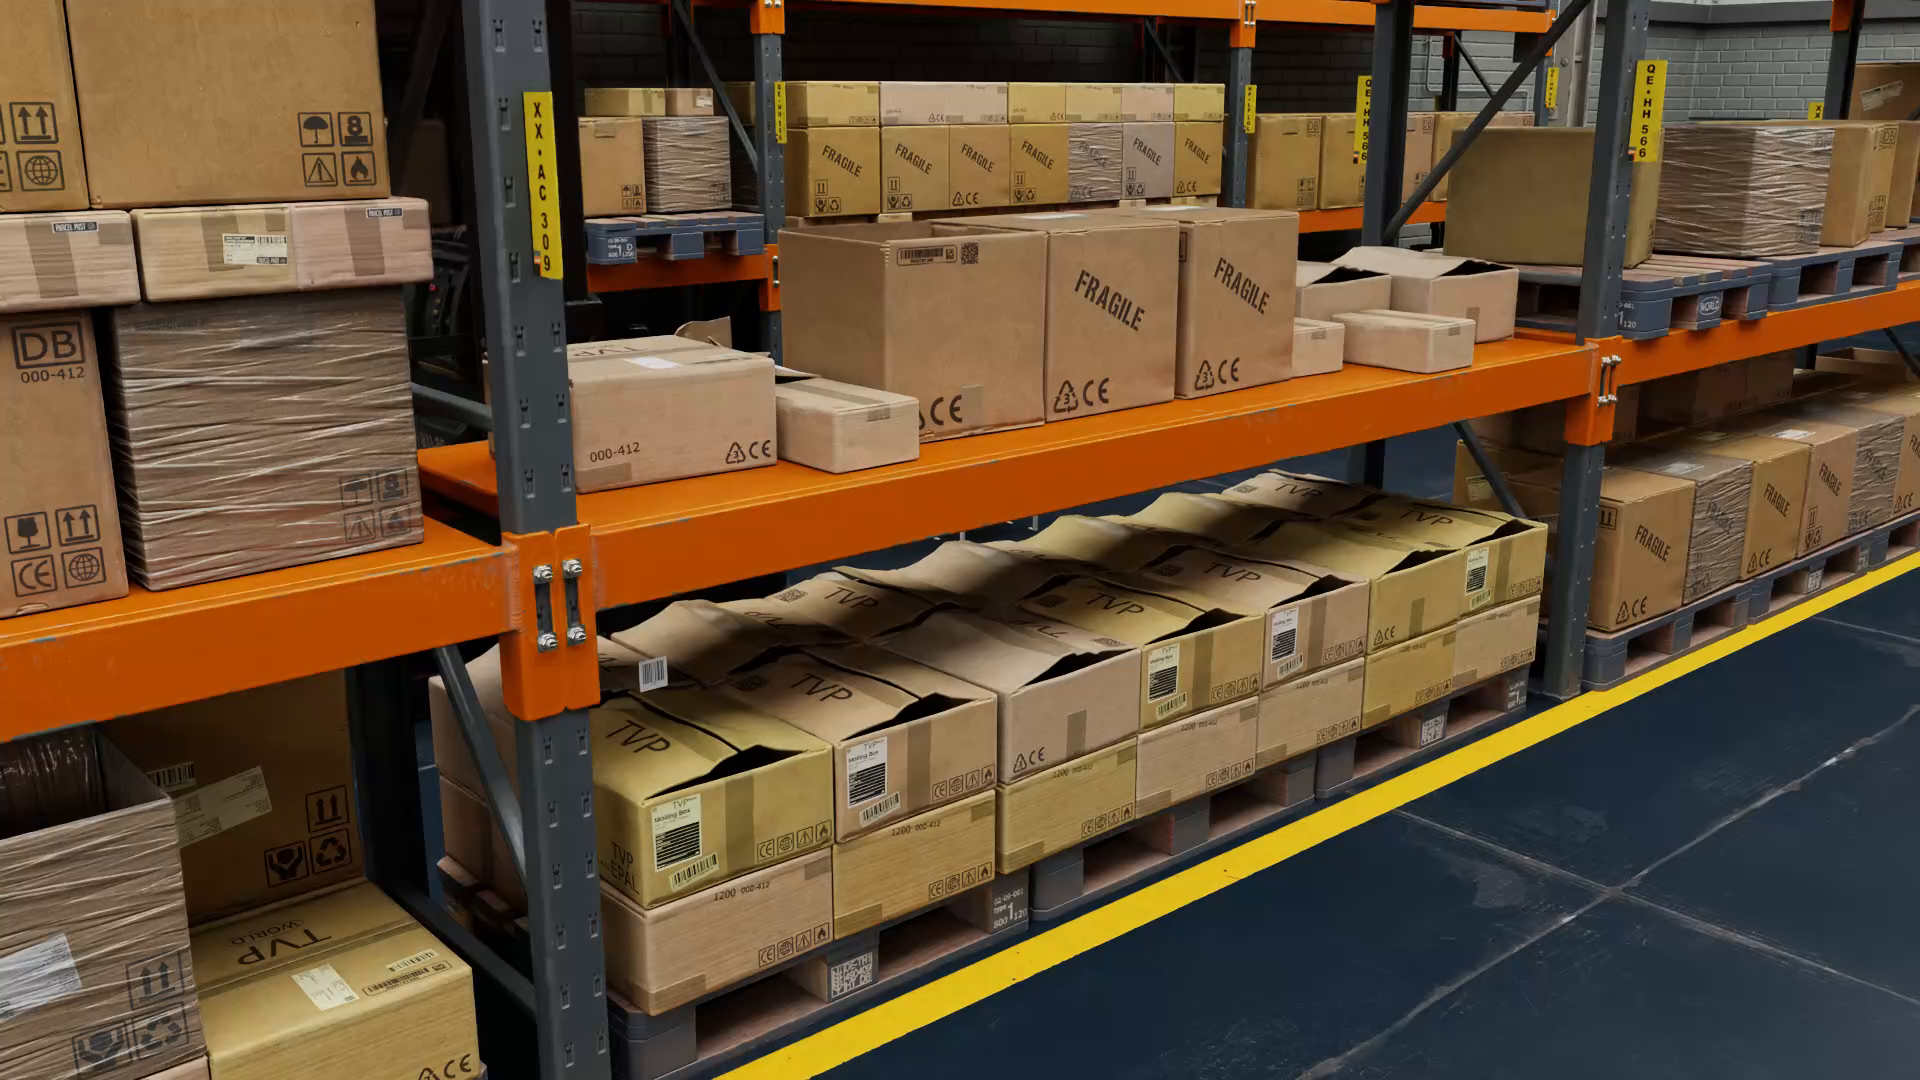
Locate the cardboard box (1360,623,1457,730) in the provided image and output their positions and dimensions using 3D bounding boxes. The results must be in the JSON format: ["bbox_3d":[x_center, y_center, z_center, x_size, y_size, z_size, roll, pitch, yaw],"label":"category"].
[{"bbox_3d":[1.281,0.386,5.506,0.500,0.250,0.500,-13,20,-40],"label":"cardboard box"}]

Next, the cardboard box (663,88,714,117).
[{"bbox_3d":[-1.591,-2.438,9.261,0.380,0.149,0.250,13,20,40],"label":"cardboard box"}]

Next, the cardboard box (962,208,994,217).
[{"bbox_3d":[0.003,-2.050,10.561,0.250,0.149,0.380,-12,19,-39],"label":"cardboard box"}]

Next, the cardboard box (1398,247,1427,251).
[{"bbox_3d":[3.804,-2.428,14.299,0.250,0.149,0.380,-13,19,-39],"label":"cardboard box"}]

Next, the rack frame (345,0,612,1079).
[{"bbox_3d":[-1.113,-0.286,3.510,0.127,3.000,1.000,-13,19,-39],"label":"rack frame"}]

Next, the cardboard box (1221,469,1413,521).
[{"bbox_3d":[1.317,-0.078,6.157,0.500,0.311,0.500,-12,19,-38],"label":"cardboard box"}]

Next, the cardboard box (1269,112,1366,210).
[{"bbox_3d":[2.641,-2.962,12.944,0.700,0.700,0.980,-13,20,-41],"label":"cardboard box"}]

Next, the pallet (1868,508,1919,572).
[{"bbox_3d":[4.333,-0.149,8.400,1.213,0.211,1.003,-13,19,-39],"label":"pallet"}]

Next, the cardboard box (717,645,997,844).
[{"bbox_3d":[-0.257,0.463,4.132,0.500,0.311,0.500,-13,20,-40],"label":"cardboard box"}]

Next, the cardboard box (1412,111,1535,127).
[{"bbox_3d":[4.307,-3.340,14.359,0.700,0.700,0.980,-12,19,-37],"label":"cardboard box"}]

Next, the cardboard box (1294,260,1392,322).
[{"bbox_3d":[1.103,-0.807,5.632,0.500,0.311,0.500,-13,20,-40],"label":"cardboard box"}]

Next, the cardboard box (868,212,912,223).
[{"bbox_3d":[-0.498,-1.896,9.985,0.250,0.149,0.380,-12,19,-38],"label":"cardboard box"}]

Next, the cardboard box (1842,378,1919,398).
[{"bbox_3d":[4.738,-0.507,8.327,0.500,0.500,0.500,-13,20,-40],"label":"cardboard box"}]

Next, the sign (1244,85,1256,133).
[{"bbox_3d":[2.031,-3.023,11.663,0.005,0.325,0.100,-13,19,-39],"label":"sign"}]

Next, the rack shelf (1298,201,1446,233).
[{"bbox_3d":[3.176,-2.597,13.553,4.000,0.370,1.077,-13,19,-39],"label":"rack shelf"}]

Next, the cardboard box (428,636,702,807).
[{"bbox_3d":[-0.996,0.444,4.204,0.500,0.311,0.500,-13,19,-39],"label":"cardboard box"}]

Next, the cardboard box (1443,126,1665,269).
[{"bbox_3d":[2.305,-1.344,6.461,0.700,0.500,0.500,8,17,28],"label":"cardboard box"}]

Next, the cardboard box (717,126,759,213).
[{"bbox_3d":[-1.167,-2.261,10.093,0.500,0.500,0.500,-12,19,-39],"label":"cardboard box"}]

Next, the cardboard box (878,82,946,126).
[{"bbox_3d":[-0.434,-2.610,9.945,0.500,0.250,0.500,-13,20,-40],"label":"cardboard box"}]

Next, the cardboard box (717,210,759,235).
[{"bbox_3d":[-1.273,-1.921,10.078,0.250,0.149,0.380,-12,19,-38],"label":"cardboard box"}]

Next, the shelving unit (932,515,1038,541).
[{"bbox_3d":[0.125,-0.608,8.200,0.503,1.200,0.258,-13,19,-39],"label":"shelving unit"}]

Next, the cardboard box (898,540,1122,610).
[{"bbox_3d":[0.152,0.186,5.169,0.500,0.311,0.500,-13,20,-40],"label":"cardboard box"}]

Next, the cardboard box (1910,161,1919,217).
[{"bbox_3d":[5.131,-1.825,9.075,0.500,0.500,0.500,-12,19,-38],"label":"cardboard box"}]

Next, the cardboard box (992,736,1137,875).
[{"bbox_3d":[0.129,0.644,4.539,0.500,0.250,0.500,-13,20,-41],"label":"cardboard box"}]

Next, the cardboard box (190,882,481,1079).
[{"bbox_3d":[-1.320,0.960,3.357,0.500,0.250,0.500,-13,19,-39],"label":"cardboard box"}]

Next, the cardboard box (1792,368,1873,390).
[{"bbox_3d":[4.397,-0.612,8.720,0.500,0.500,0.500,-14,20,-42],"label":"cardboard box"}]

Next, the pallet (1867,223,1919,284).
[{"bbox_3d":[4.247,-1.435,8.181,1.213,0.211,1.003,-13,19,-39],"label":"pallet"}]

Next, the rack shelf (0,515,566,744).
[{"bbox_3d":[-2.622,0.400,2.334,4.000,0.370,1.077,-13,19,-39],"label":"rack shelf"}]

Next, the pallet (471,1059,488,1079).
[{"bbox_3d":[-1.741,1.187,3.396,1.213,0.211,1.003,-13,19,-39],"label":"pallet"}]

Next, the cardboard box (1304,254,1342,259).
[{"bbox_3d":[3.039,-2.256,13.656,0.250,0.149,0.380,-13,20,-40],"label":"cardboard box"}]

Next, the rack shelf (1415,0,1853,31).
[{"bbox_3d":[3.413,-2.404,7.021,4.000,0.370,1.077,-13,19,-39],"label":"rack shelf"}]

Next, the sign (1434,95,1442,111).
[{"bbox_3d":[4.325,-3.849,15.015,0.005,0.325,0.100,-13,19,-39],"label":"sign"}]

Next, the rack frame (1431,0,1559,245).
[{"bbox_3d":[4.685,-3.283,14.728,0.127,3.000,1.000,-13,19,-39],"label":"rack frame"}]

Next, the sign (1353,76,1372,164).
[{"bbox_3d":[1.541,-1.589,6.297,0.005,0.325,0.100,-13,19,-39],"label":"sign"}]

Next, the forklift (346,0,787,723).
[{"bbox_3d":[-2.167,-0.907,5.966,3.031,2.935,1.130,-12,19,-38],"label":"forklift"}]

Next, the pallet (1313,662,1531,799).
[{"bbox_3d":[1.258,0.515,5.913,1.213,0.211,1.003,-13,19,-39],"label":"pallet"}]

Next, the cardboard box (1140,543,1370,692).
[{"bbox_3d":[0.900,0.202,5.111,0.500,0.311,0.500,-13,20,-40],"label":"cardboard box"}]

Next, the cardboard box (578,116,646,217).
[{"bbox_3d":[-2.102,-2.007,8.905,0.700,0.500,0.500,14,20,42],"label":"cardboard box"}]

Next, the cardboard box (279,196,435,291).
[{"bbox_3d":[-1.178,-0.560,3.085,0.250,0.149,0.380,-13,20,-39],"label":"cardboard box"}]

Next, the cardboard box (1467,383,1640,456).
[{"bbox_3d":[2.496,-0.546,7.019,0.500,0.250,0.500,-12,19,-37],"label":"cardboard box"}]

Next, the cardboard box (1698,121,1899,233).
[{"bbox_3d":[3.941,-1.727,7.897,0.500,0.500,0.700,-9,17,-31],"label":"cardboard box"}]

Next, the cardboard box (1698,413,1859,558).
[{"bbox_3d":[3.599,-0.254,7.378,0.500,0.500,0.500,-14,20,-41],"label":"cardboard box"}]

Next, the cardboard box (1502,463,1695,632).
[{"bbox_3d":[2.435,0.010,6.393,0.500,0.500,0.500,-12,19,-37],"label":"cardboard box"}]

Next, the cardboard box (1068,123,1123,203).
[{"bbox_3d":[0.722,-2.508,11.018,0.500,0.500,0.500,-13,19,-39],"label":"cardboard box"}]

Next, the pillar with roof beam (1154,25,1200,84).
[{"bbox_3d":[4.454,-4.953,9.354,0.400,9.000,9.100,-13,19,-39],"label":"pillar with roof beam"}]

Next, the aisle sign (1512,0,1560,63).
[{"bbox_3d":[4.936,-4.493,14.220,0.004,0.787,0.394,-13,19,-39],"label":"aisle sign"}]

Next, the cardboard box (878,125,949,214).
[{"bbox_3d":[-0.415,-2.249,10.048,0.500,0.500,0.500,-12,19,-38],"label":"cardboard box"}]

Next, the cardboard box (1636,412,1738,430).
[{"bbox_3d":[3.238,-0.351,7.742,0.500,0.500,0.500,-14,20,-41],"label":"cardboard box"}]

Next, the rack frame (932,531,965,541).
[{"bbox_3d":[-0.059,-0.566,8.045,0.015,1.200,0.240,-13,19,-39],"label":"rack frame"}]

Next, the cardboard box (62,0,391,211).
[{"bbox_3d":[-1.444,-0.885,3.043,0.500,0.500,0.700,-13,19,-39],"label":"cardboard box"}]

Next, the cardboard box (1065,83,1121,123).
[{"bbox_3d":[0.706,-2.869,10.917,0.500,0.250,0.500,-12,19,-38],"label":"cardboard box"}]

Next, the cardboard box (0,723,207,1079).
[{"bbox_3d":[-1.704,0.680,2.952,0.500,0.500,0.500,-13,19,-39],"label":"cardboard box"}]

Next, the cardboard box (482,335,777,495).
[{"bbox_3d":[-0.770,-0.306,3.873,0.500,0.250,0.500,-11,19,-36],"label":"cardboard box"}]

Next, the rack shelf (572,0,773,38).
[{"bbox_3d":[-2.859,-2.691,8.092,4.000,0.370,1.077,-13,19,-39],"label":"rack shelf"}]

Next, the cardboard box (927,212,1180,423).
[{"bbox_3d":[0.252,-0.636,4.624,0.500,0.500,0.500,-13,19,-39],"label":"cardboard box"}]

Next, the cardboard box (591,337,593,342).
[{"bbox_3d":[-2.330,-1.078,9.013,0.500,0.250,0.500,-12,19,-38],"label":"cardboard box"}]

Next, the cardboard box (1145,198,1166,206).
[{"bbox_3d":[1.198,-2.299,11.492,0.250,0.149,0.380,-12,19,-38],"label":"cardboard box"}]

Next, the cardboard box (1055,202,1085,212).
[{"bbox_3d":[0.611,-2.175,11.027,0.250,0.149,0.380,-13,20,-41],"label":"cardboard box"}]
